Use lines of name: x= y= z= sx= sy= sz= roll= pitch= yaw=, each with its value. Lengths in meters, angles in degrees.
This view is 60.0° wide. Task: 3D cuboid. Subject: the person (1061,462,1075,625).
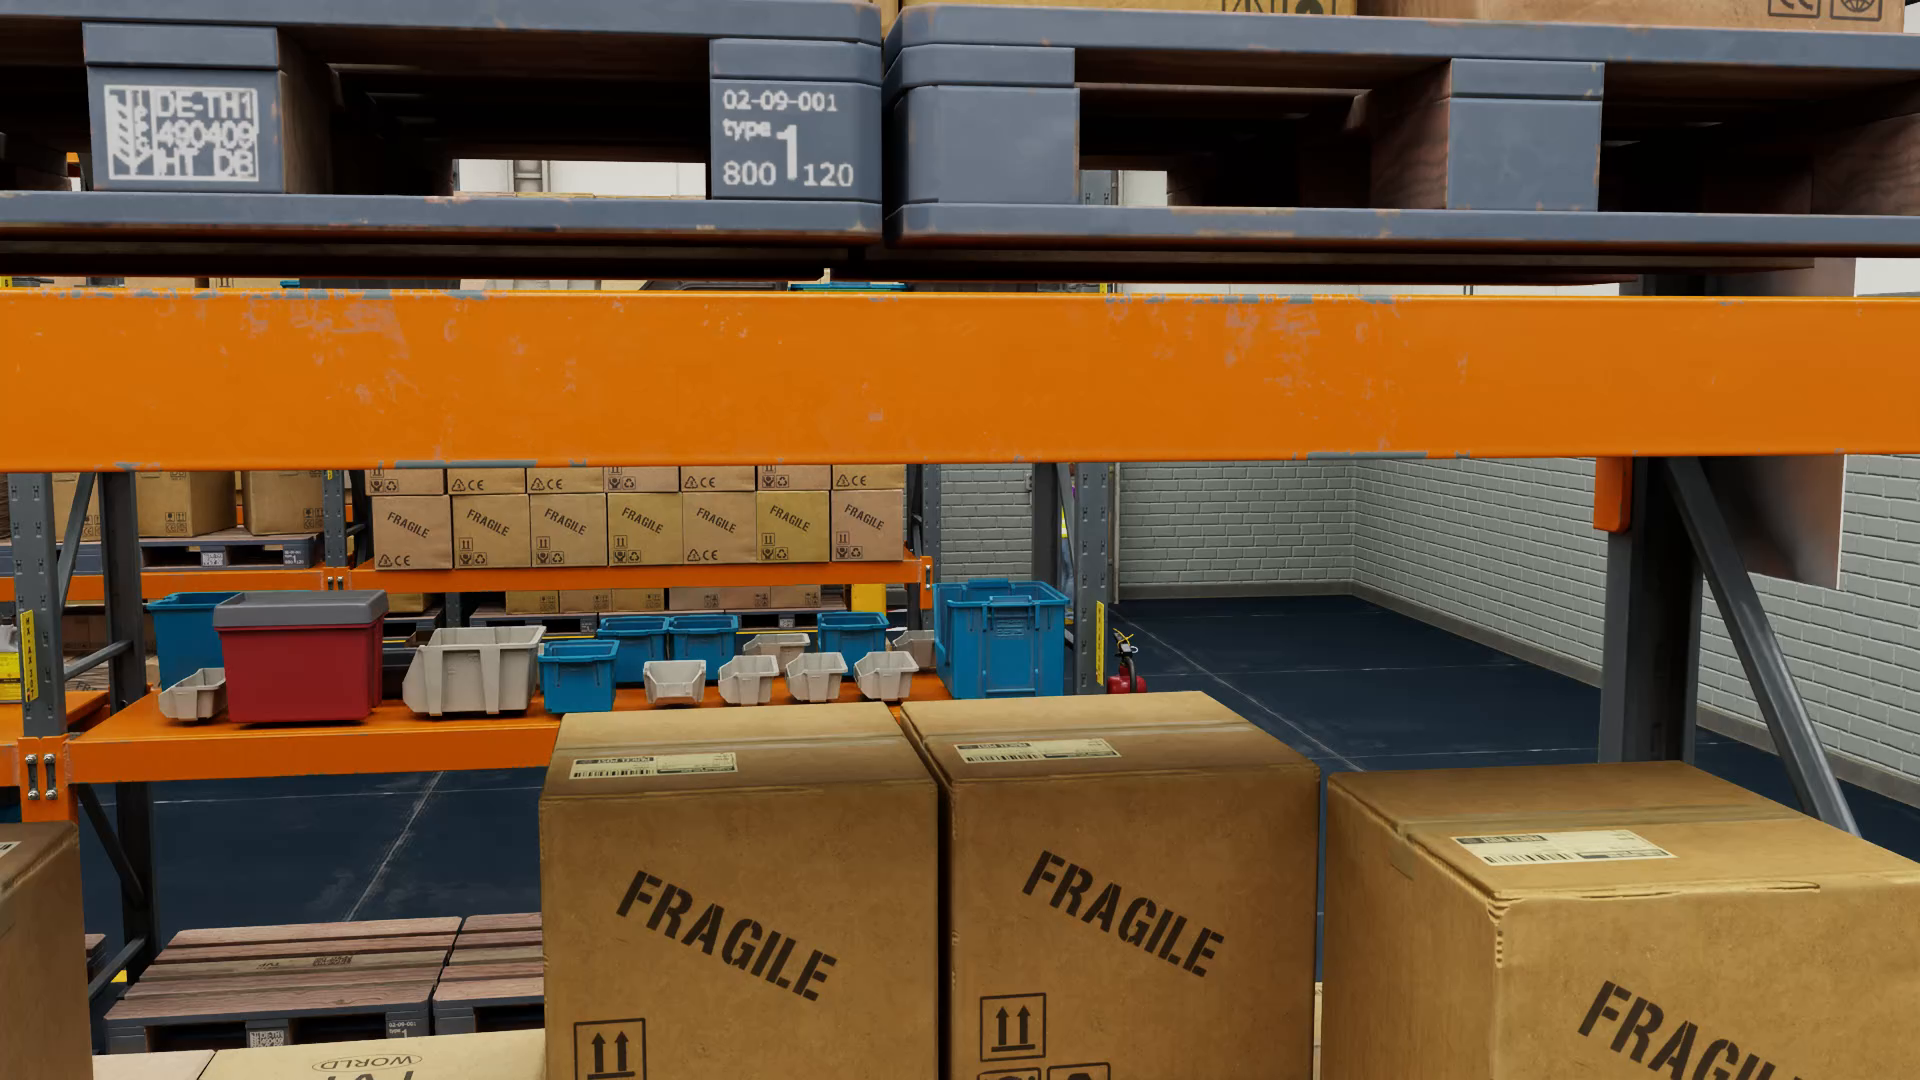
person: x=1.180 y=-0.030 z=16.897 sx=0.577 sy=1.761 sz=0.502 roll=-1 pitch=7 yaw=-8
